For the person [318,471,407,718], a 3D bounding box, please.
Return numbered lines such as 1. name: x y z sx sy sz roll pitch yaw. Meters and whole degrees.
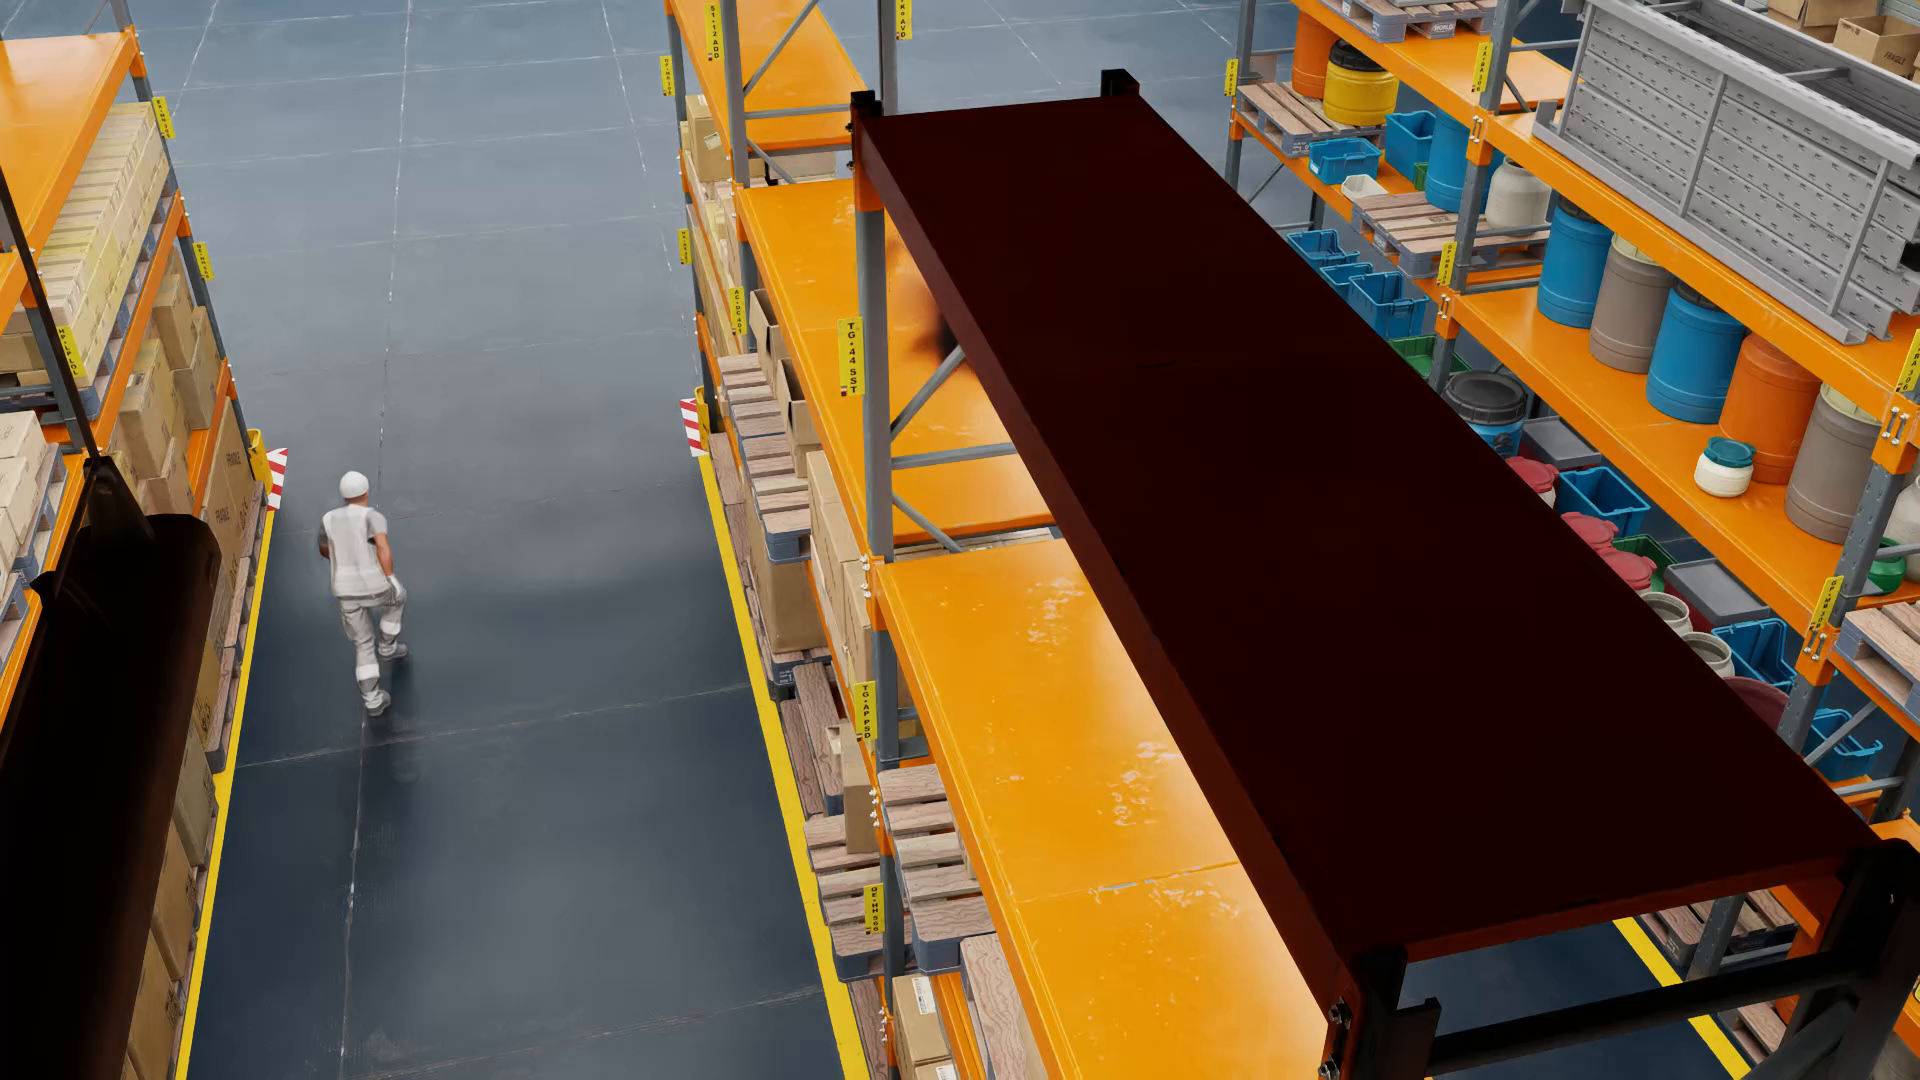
1. person: -4.327 0.374 12.087 0.682 1.595 1.119 0 34 -1
